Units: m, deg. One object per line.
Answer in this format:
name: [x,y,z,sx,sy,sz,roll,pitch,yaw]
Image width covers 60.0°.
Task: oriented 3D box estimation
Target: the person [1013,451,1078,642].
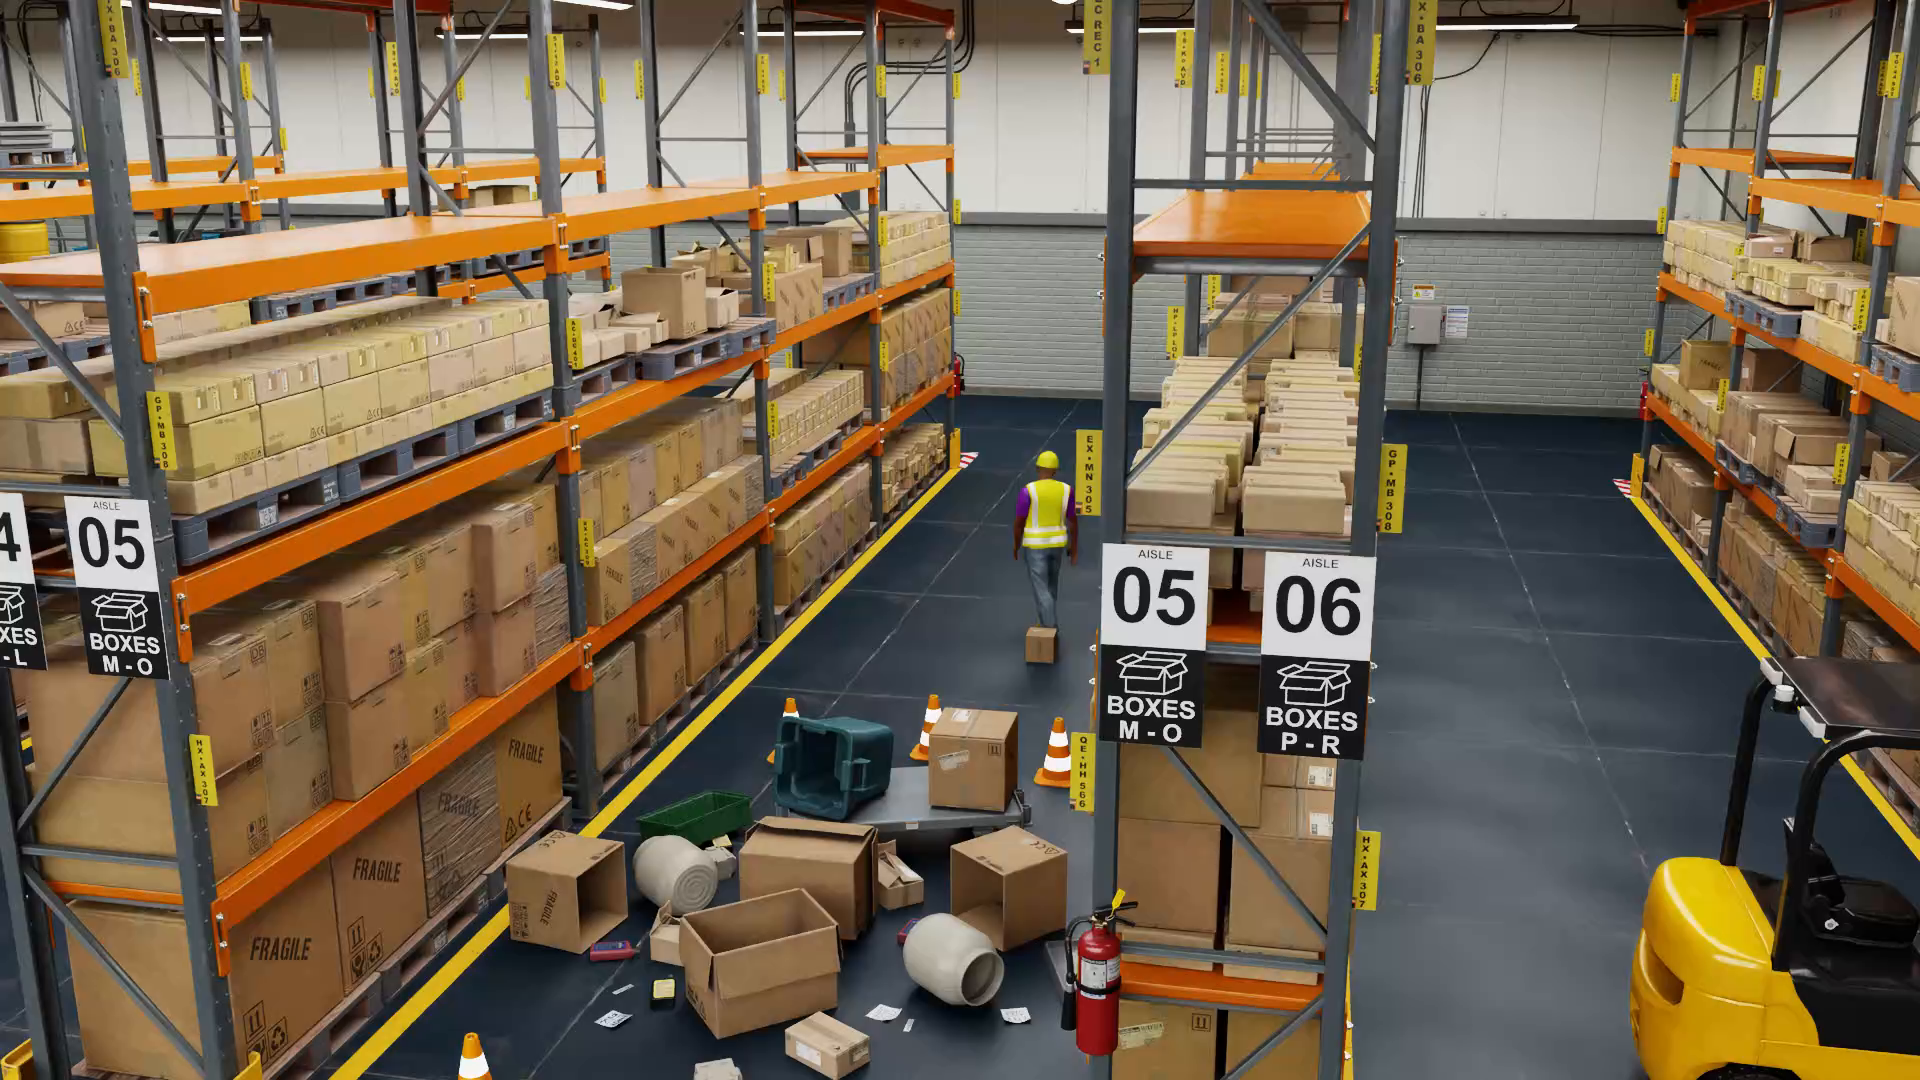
person: [0.794,0.069,15.218,0.592,1.765,0.640,-6,16,-23]
